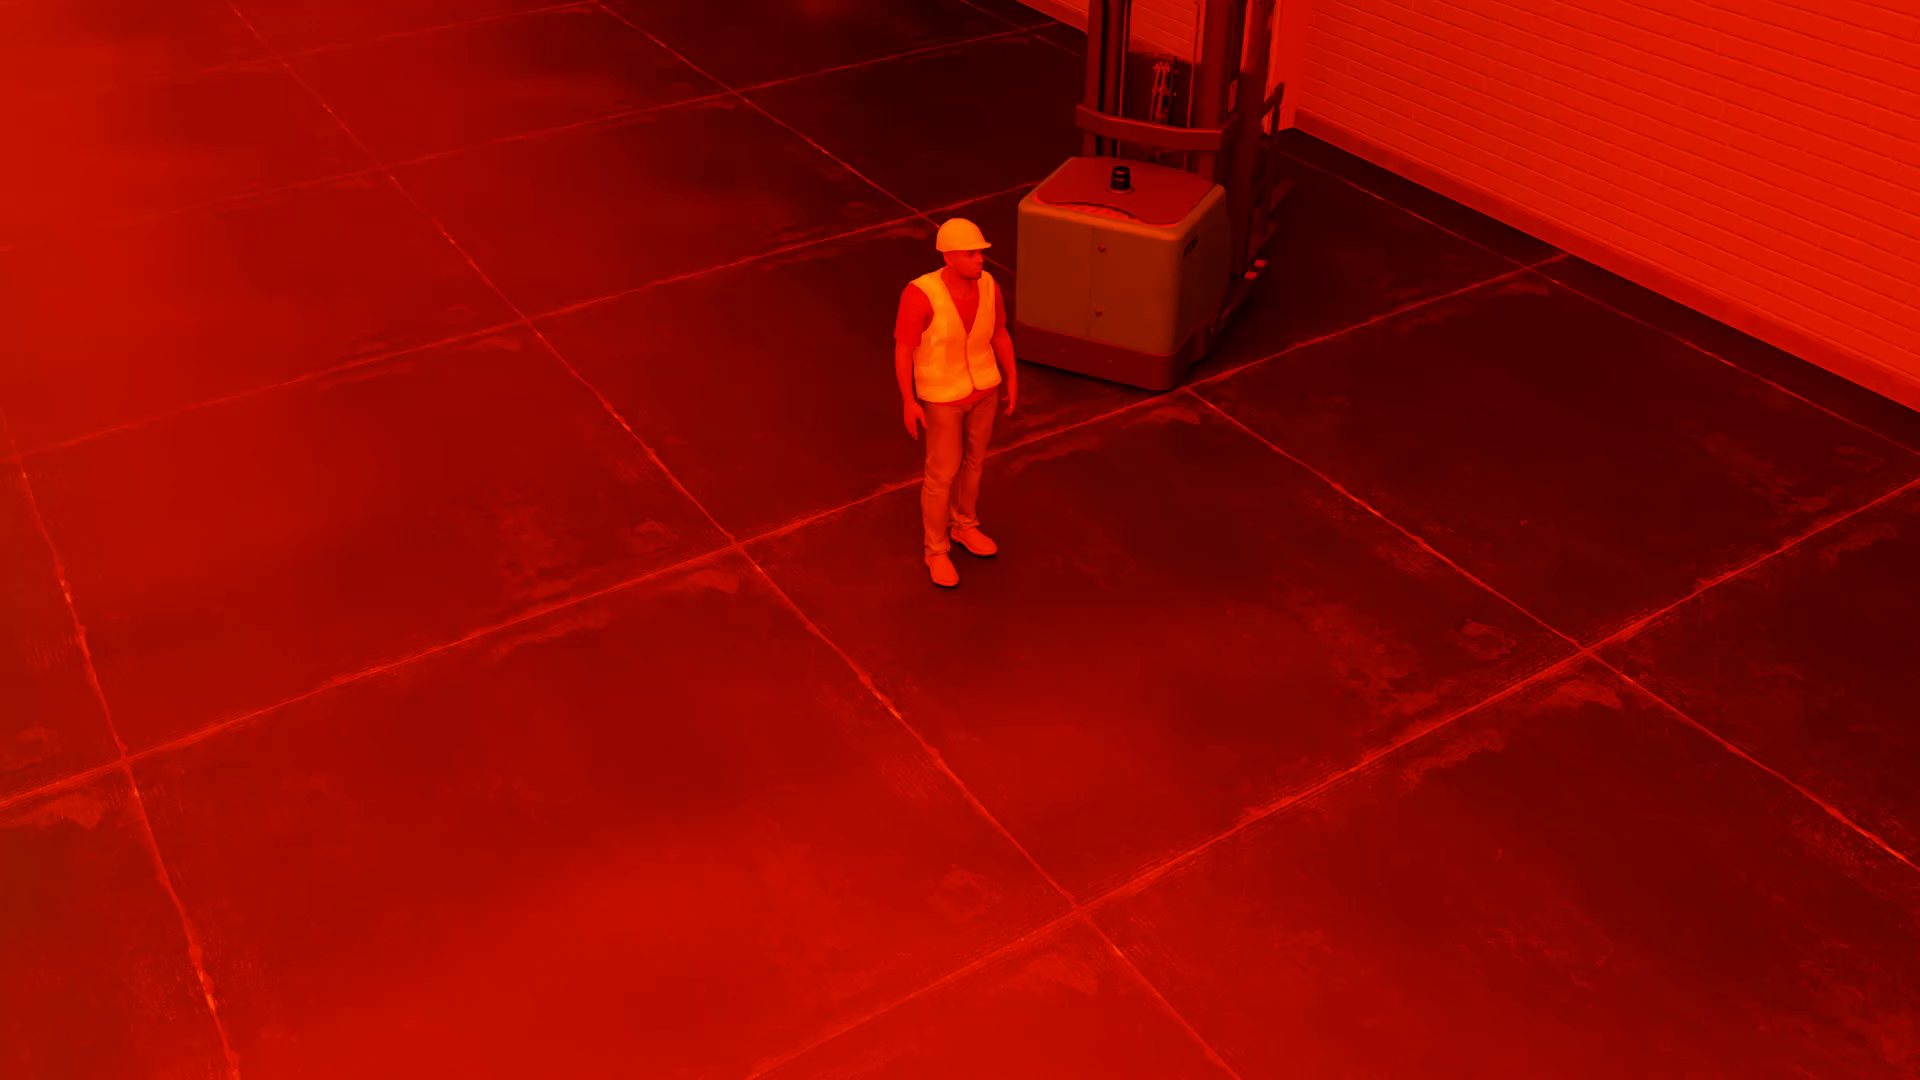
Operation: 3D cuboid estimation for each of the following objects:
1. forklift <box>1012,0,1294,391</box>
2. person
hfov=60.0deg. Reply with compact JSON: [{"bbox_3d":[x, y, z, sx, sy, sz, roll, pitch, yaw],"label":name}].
[{"bbox_3d":[1.432,-2.911,10.291,1.130,2.935,3.031,16,38,21],"label":"forklift"},{"bbox_3d":[0.033,-0.693,8.135,0.666,1.765,0.577,-21,40,-27],"label":"person"}]
